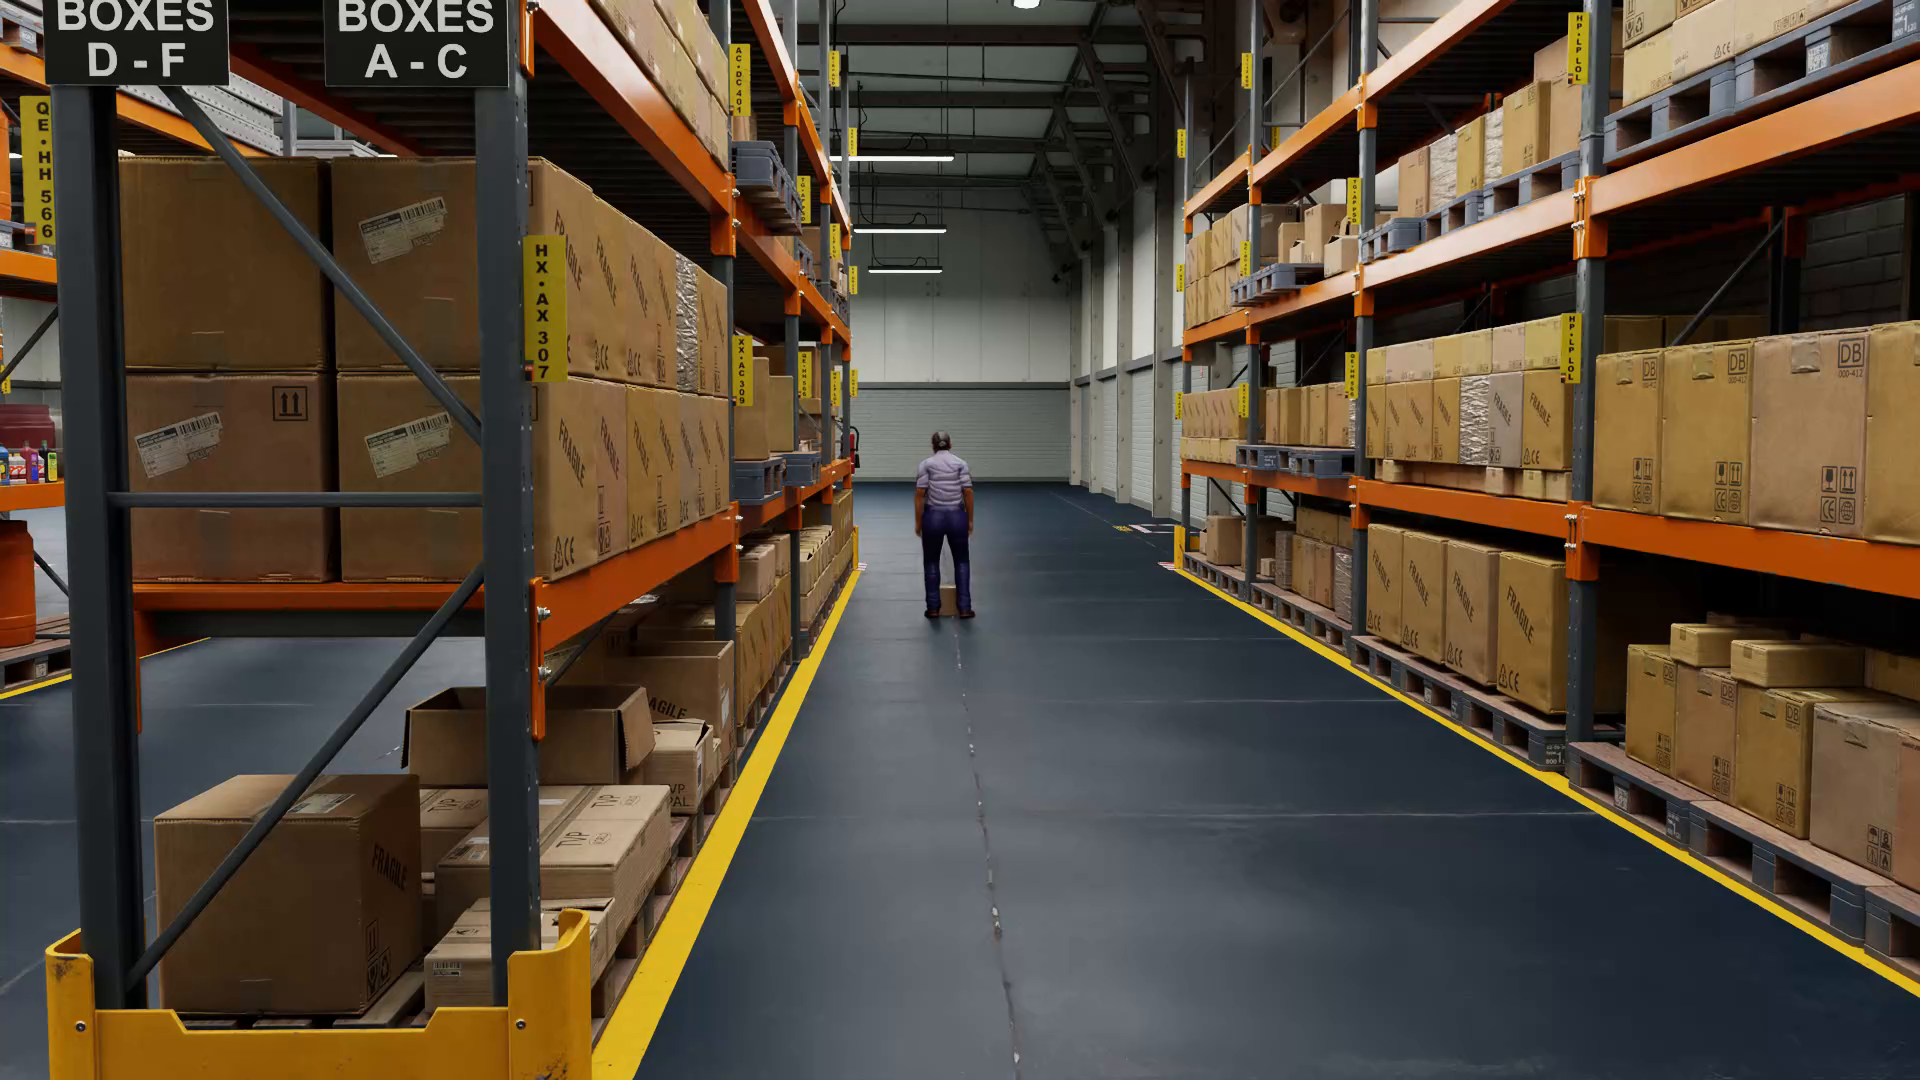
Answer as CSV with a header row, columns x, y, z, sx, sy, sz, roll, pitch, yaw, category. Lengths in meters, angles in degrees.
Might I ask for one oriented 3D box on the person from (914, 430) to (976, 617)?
x,y,z,sx,sy,sz,roll,pitch,yaw,category
-0.130,-0.140,14.648,0.550,1.650,0.425,0,4,-4,person
